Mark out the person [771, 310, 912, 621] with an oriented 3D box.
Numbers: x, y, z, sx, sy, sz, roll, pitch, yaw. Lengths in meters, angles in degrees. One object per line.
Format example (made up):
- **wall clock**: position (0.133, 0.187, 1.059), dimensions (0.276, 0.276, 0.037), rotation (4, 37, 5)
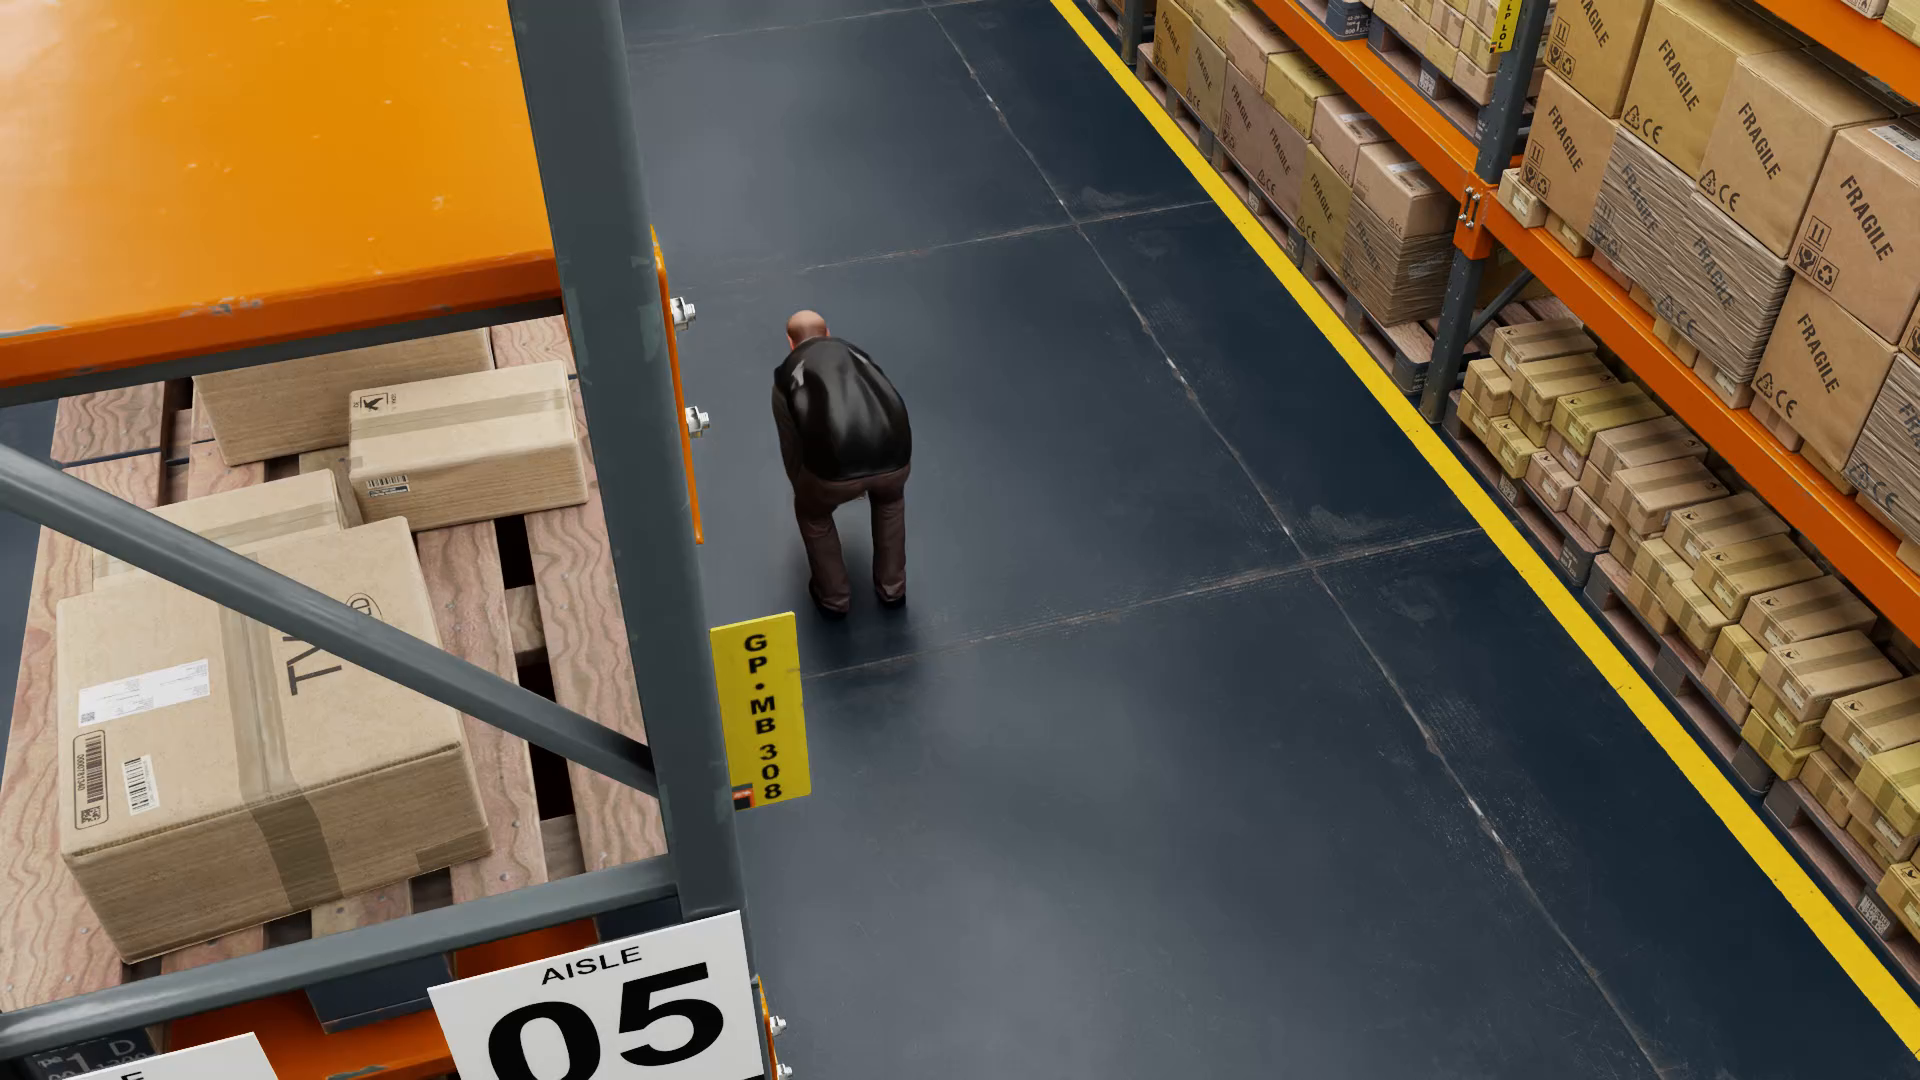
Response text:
- **person**: position (-0.511, -0.315, 6.991), dimensions (0.467, 1.105, 0.938), rotation (-13, 44, -14)
